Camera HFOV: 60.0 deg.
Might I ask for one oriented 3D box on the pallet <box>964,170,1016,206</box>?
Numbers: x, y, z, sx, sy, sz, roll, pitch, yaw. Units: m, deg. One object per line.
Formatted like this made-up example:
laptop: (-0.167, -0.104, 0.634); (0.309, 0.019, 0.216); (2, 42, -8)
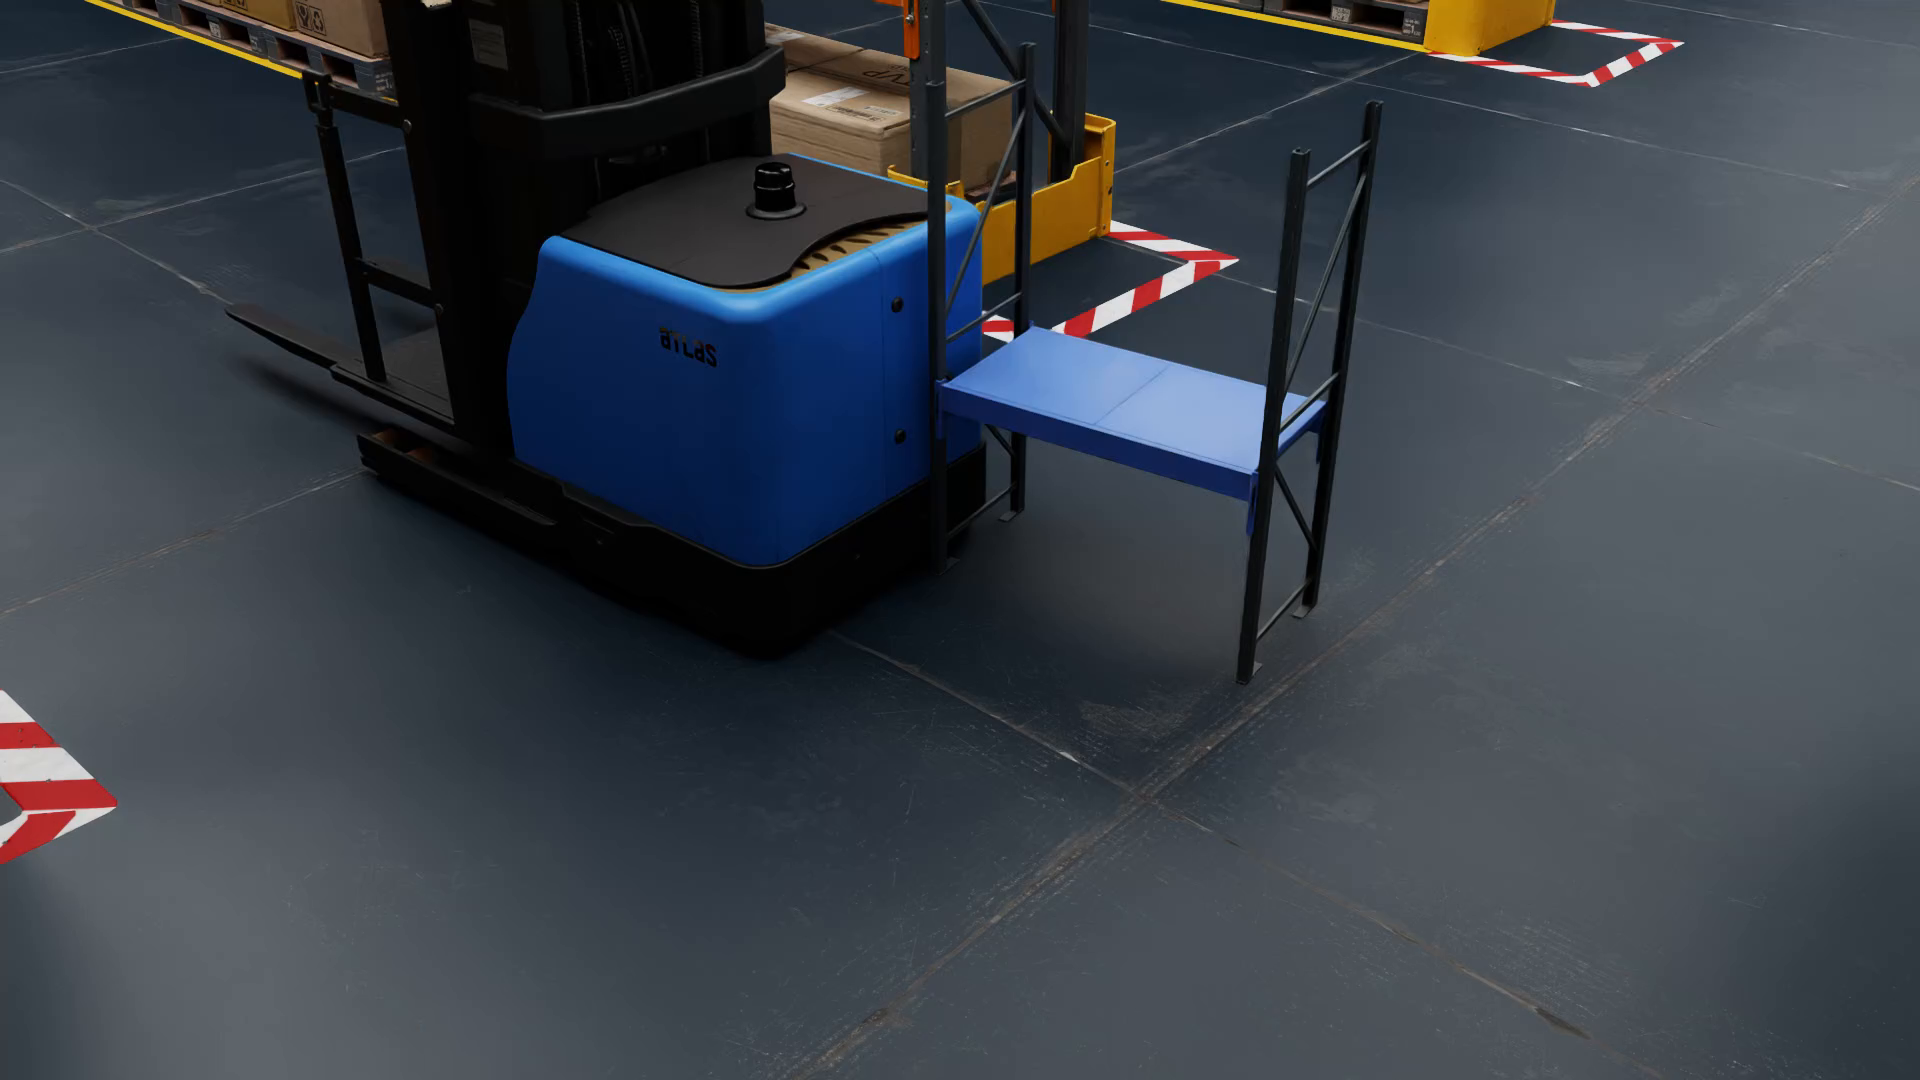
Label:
pallet: (-0.468, -1.598, 7.700); (1.213, 0.211, 1.003); (25, 39, 35)

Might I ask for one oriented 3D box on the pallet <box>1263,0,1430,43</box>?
pallet: (2.789, -3.600, 11.026); (1.213, 0.211, 1.003); (25, 39, 35)

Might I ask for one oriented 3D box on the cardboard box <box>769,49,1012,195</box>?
cardboard box: (-0.379, -1.819, 7.440); (0.875, 0.438, 0.875); (24, 38, 34)

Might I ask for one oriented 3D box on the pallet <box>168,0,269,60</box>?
pallet: (-4.319, -3.396, 10.687); (1.213, 0.211, 1.003); (25, 39, 35)

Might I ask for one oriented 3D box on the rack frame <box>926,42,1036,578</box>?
rack frame: (0.062, -0.640, 4.860); (0.032, 1.500, 0.500); (19, 36, 28)

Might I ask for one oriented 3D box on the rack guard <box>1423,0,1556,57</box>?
rack guard: (3.368, -3.429, 10.462); (0.348, 0.500, 1.175); (25, 39, 35)

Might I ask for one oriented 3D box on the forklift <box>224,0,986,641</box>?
forklift: (-1.386, -1.587, 5.044); (3.031, 2.935, 1.130); (22, 38, 32)

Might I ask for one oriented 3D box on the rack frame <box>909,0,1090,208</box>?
rack frame: (0.178, -2.546, 6.571); (0.127, 3.000, 1.000); (25, 39, 35)

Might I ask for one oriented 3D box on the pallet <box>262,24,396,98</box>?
pallet: (-3.411, -2.974, 9.986); (1.213, 0.211, 1.003); (25, 39, 35)

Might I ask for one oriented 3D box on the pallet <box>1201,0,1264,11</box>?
pallet: (1.889, -4.023, 11.727); (1.213, 0.211, 1.003); (25, 39, 35)

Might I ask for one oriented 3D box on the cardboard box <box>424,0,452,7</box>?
cardboard box: (-2.395, -2.754, 8.994); (0.875, 0.438, 0.875); (24, 39, 34)

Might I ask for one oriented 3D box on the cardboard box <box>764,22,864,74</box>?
cardboard box: (-1.063, -2.132, 7.960); (0.875, 0.438, 0.875); (26, 40, 36)

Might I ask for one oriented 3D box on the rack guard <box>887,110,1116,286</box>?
rack guard: (0.196, -1.467, 7.202); (0.348, 0.500, 1.175); (25, 39, 35)

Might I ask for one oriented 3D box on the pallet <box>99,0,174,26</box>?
pallet: (-5.220, -3.819, 11.388); (1.213, 0.211, 1.003); (25, 39, 35)

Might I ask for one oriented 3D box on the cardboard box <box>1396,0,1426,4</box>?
cardboard box: (2.894, -3.535, 10.571); (0.250, 0.149, 0.380); (26, 40, 36)

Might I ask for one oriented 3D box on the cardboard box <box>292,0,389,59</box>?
cardboard box: (-3.301, -3.384, 9.616); (0.875, 0.875, 0.875); (26, 40, 36)

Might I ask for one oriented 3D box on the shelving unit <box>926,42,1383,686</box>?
shelving unit: (0.486, -0.496, 4.620); (1.048, 1.500, 0.538); (19, 36, 28)

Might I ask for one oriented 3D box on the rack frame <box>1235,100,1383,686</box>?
rack frame: (0.911, -0.352, 4.381); (0.032, 1.500, 0.500); (19, 36, 28)

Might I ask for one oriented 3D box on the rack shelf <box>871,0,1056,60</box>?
rack shelf: (-1.305, -2.930, 7.906); (4.000, 0.370, 1.077); (25, 39, 35)

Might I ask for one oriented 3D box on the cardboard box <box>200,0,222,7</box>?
cardboard box: (-4.639, -4.003, 10.645); (0.875, 0.875, 0.875); (26, 39, 36)

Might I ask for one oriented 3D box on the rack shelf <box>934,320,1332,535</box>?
rack shelf: (0.486, -0.342, 4.713); (1.000, 0.185, 0.538); (19, 36, 28)

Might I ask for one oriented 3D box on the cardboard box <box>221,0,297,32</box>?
cardboard box: (-3.976, -3.694, 10.130); (0.875, 0.875, 0.875); (26, 40, 36)
